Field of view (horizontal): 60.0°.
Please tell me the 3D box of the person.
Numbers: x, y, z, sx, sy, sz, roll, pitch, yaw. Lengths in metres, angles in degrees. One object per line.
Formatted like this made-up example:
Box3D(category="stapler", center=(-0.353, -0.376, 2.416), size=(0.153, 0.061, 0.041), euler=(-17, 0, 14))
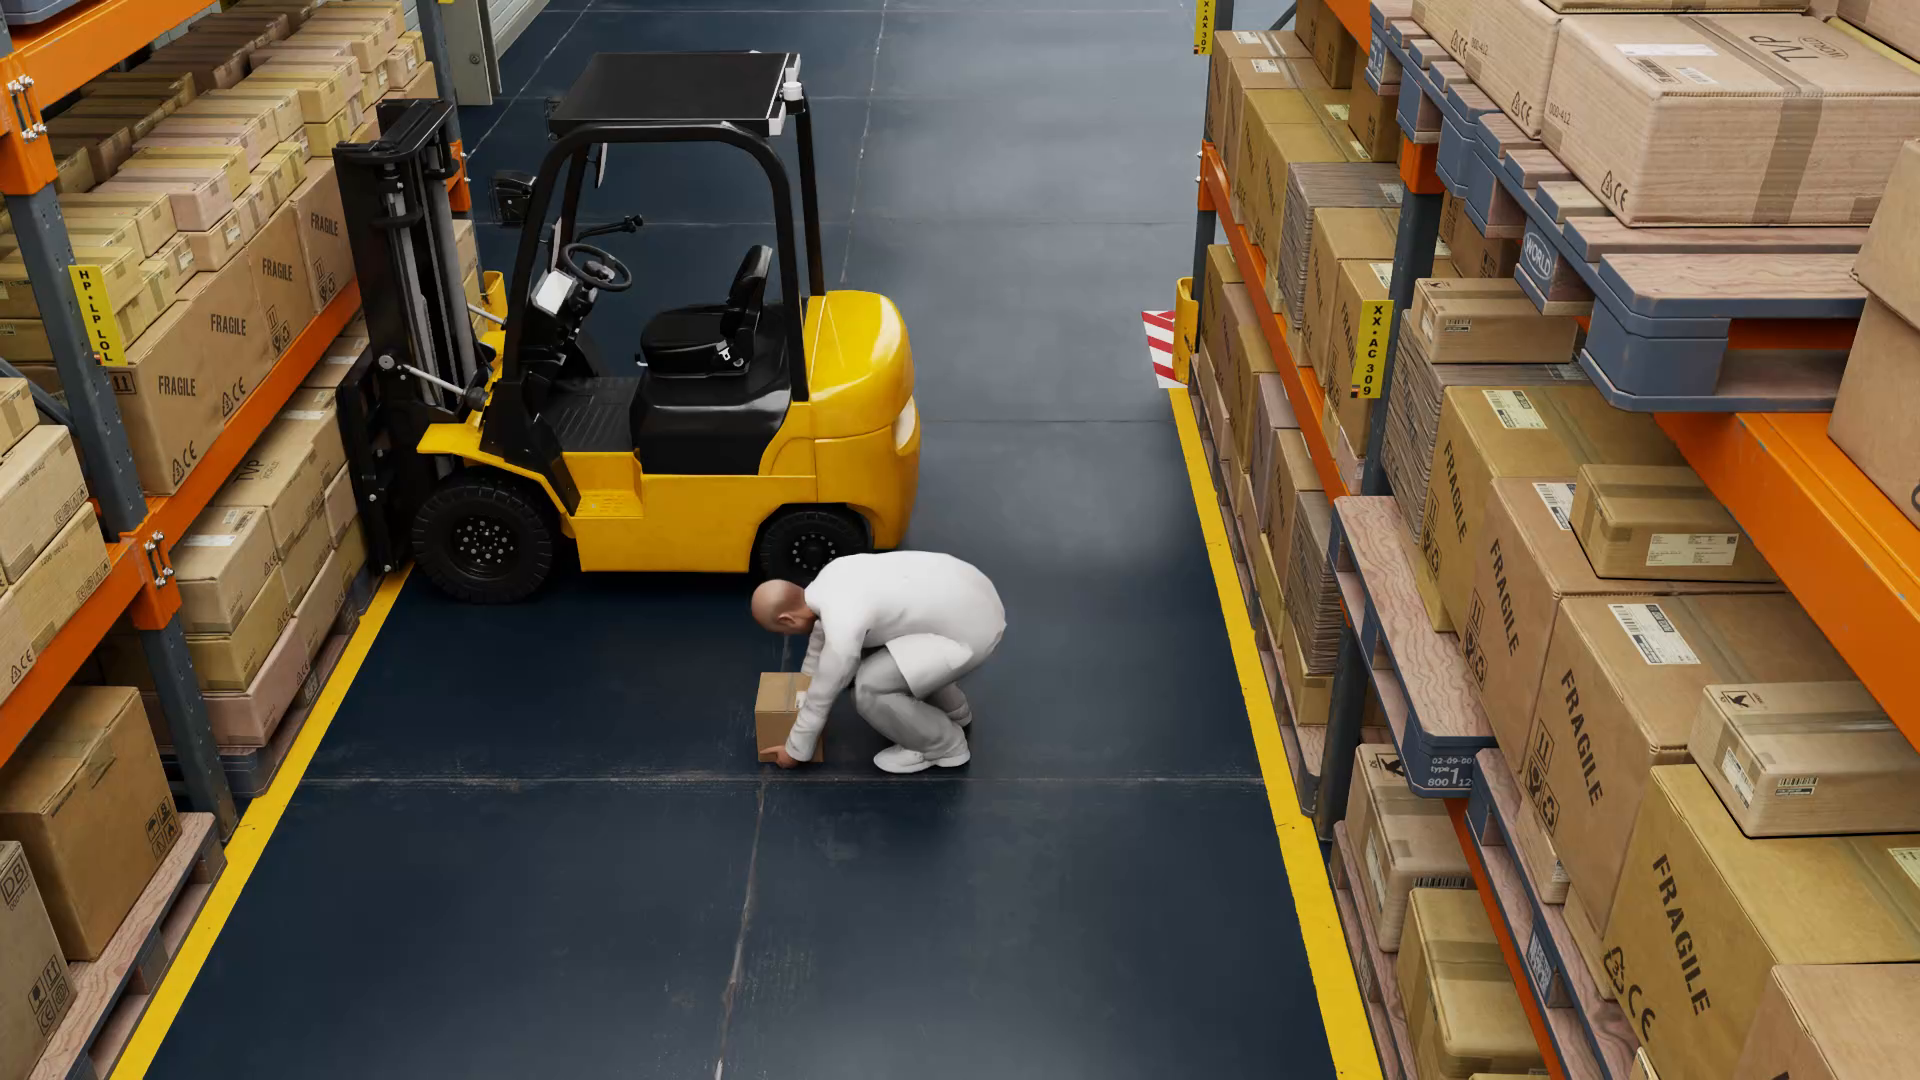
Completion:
Box3D(category="person", center=(-0.301, 0.454, 6.345), size=(0.949, 0.836, 0.582), euler=(-1, 31, -2))
